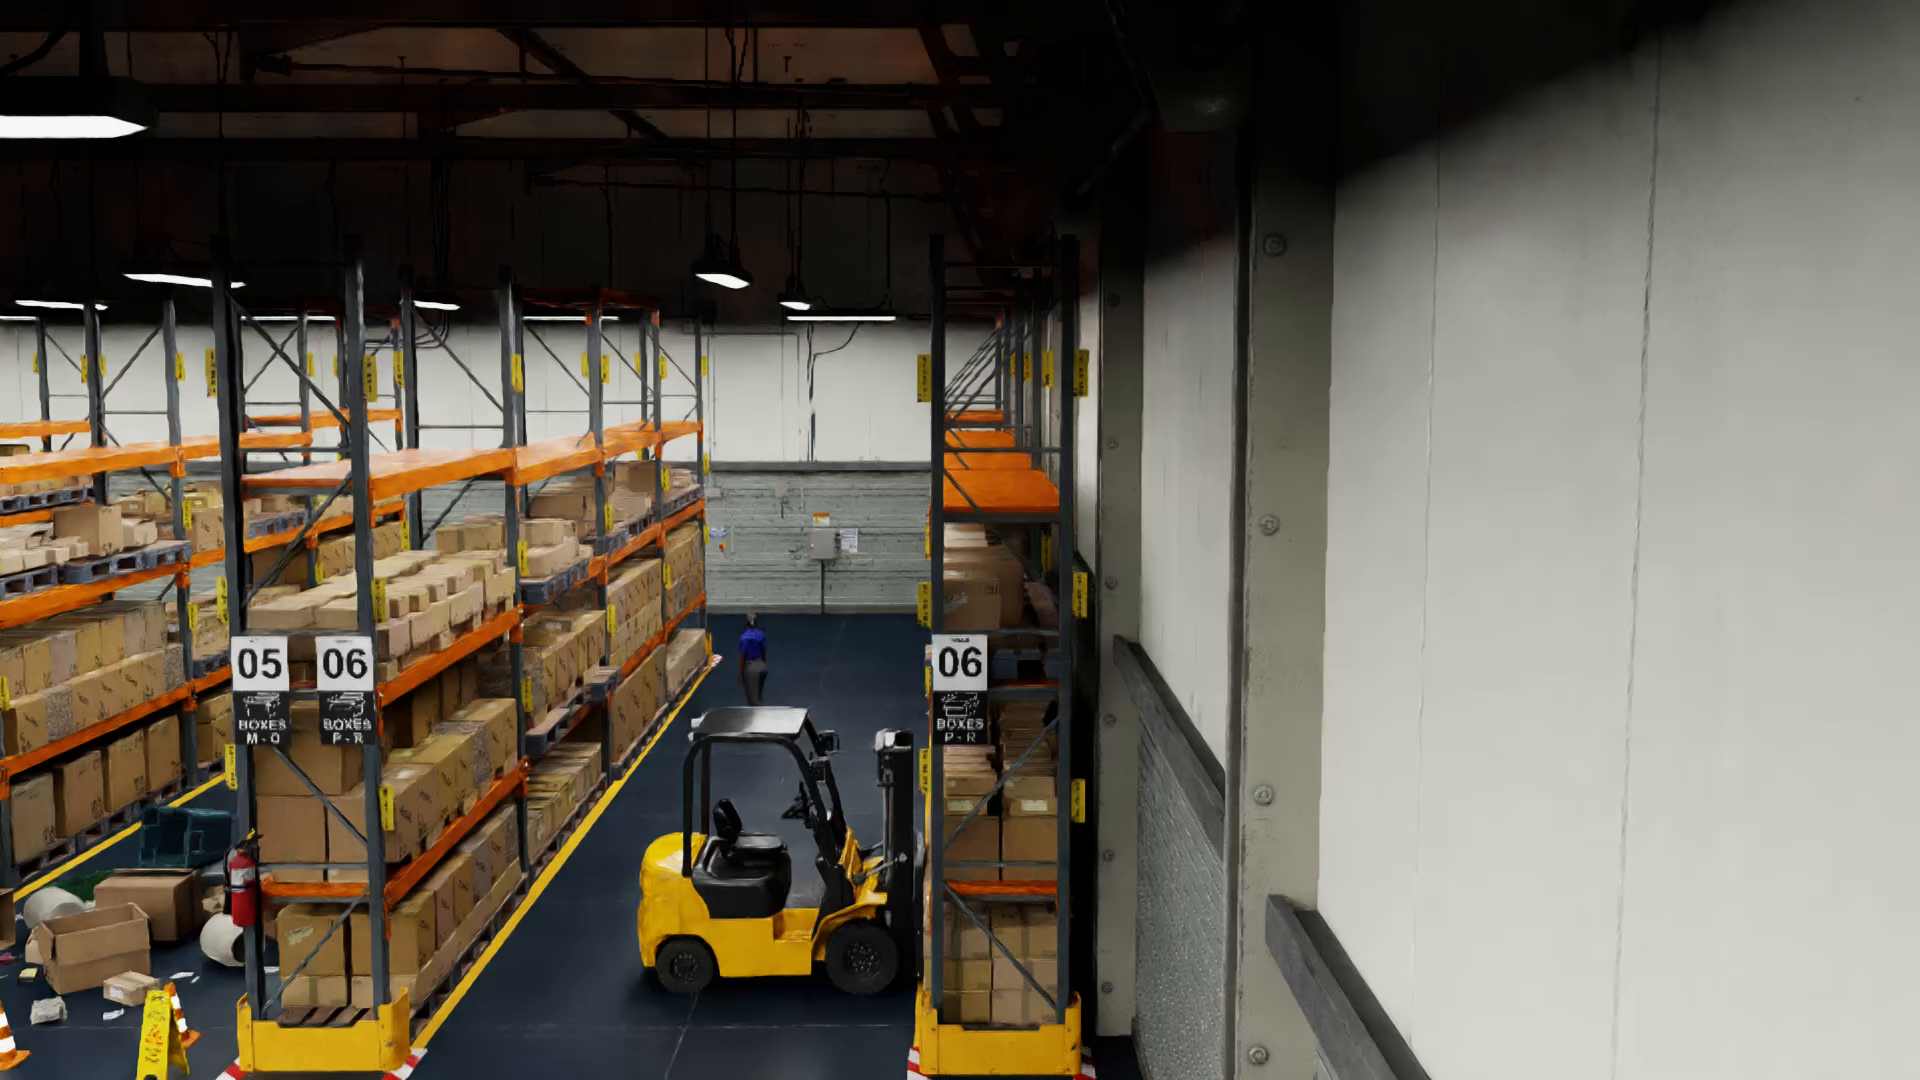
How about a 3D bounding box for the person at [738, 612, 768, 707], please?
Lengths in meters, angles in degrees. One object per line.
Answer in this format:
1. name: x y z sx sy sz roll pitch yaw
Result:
1. person: -2.870 1.812 22.838 0.549 1.653 0.573 4 7 29
